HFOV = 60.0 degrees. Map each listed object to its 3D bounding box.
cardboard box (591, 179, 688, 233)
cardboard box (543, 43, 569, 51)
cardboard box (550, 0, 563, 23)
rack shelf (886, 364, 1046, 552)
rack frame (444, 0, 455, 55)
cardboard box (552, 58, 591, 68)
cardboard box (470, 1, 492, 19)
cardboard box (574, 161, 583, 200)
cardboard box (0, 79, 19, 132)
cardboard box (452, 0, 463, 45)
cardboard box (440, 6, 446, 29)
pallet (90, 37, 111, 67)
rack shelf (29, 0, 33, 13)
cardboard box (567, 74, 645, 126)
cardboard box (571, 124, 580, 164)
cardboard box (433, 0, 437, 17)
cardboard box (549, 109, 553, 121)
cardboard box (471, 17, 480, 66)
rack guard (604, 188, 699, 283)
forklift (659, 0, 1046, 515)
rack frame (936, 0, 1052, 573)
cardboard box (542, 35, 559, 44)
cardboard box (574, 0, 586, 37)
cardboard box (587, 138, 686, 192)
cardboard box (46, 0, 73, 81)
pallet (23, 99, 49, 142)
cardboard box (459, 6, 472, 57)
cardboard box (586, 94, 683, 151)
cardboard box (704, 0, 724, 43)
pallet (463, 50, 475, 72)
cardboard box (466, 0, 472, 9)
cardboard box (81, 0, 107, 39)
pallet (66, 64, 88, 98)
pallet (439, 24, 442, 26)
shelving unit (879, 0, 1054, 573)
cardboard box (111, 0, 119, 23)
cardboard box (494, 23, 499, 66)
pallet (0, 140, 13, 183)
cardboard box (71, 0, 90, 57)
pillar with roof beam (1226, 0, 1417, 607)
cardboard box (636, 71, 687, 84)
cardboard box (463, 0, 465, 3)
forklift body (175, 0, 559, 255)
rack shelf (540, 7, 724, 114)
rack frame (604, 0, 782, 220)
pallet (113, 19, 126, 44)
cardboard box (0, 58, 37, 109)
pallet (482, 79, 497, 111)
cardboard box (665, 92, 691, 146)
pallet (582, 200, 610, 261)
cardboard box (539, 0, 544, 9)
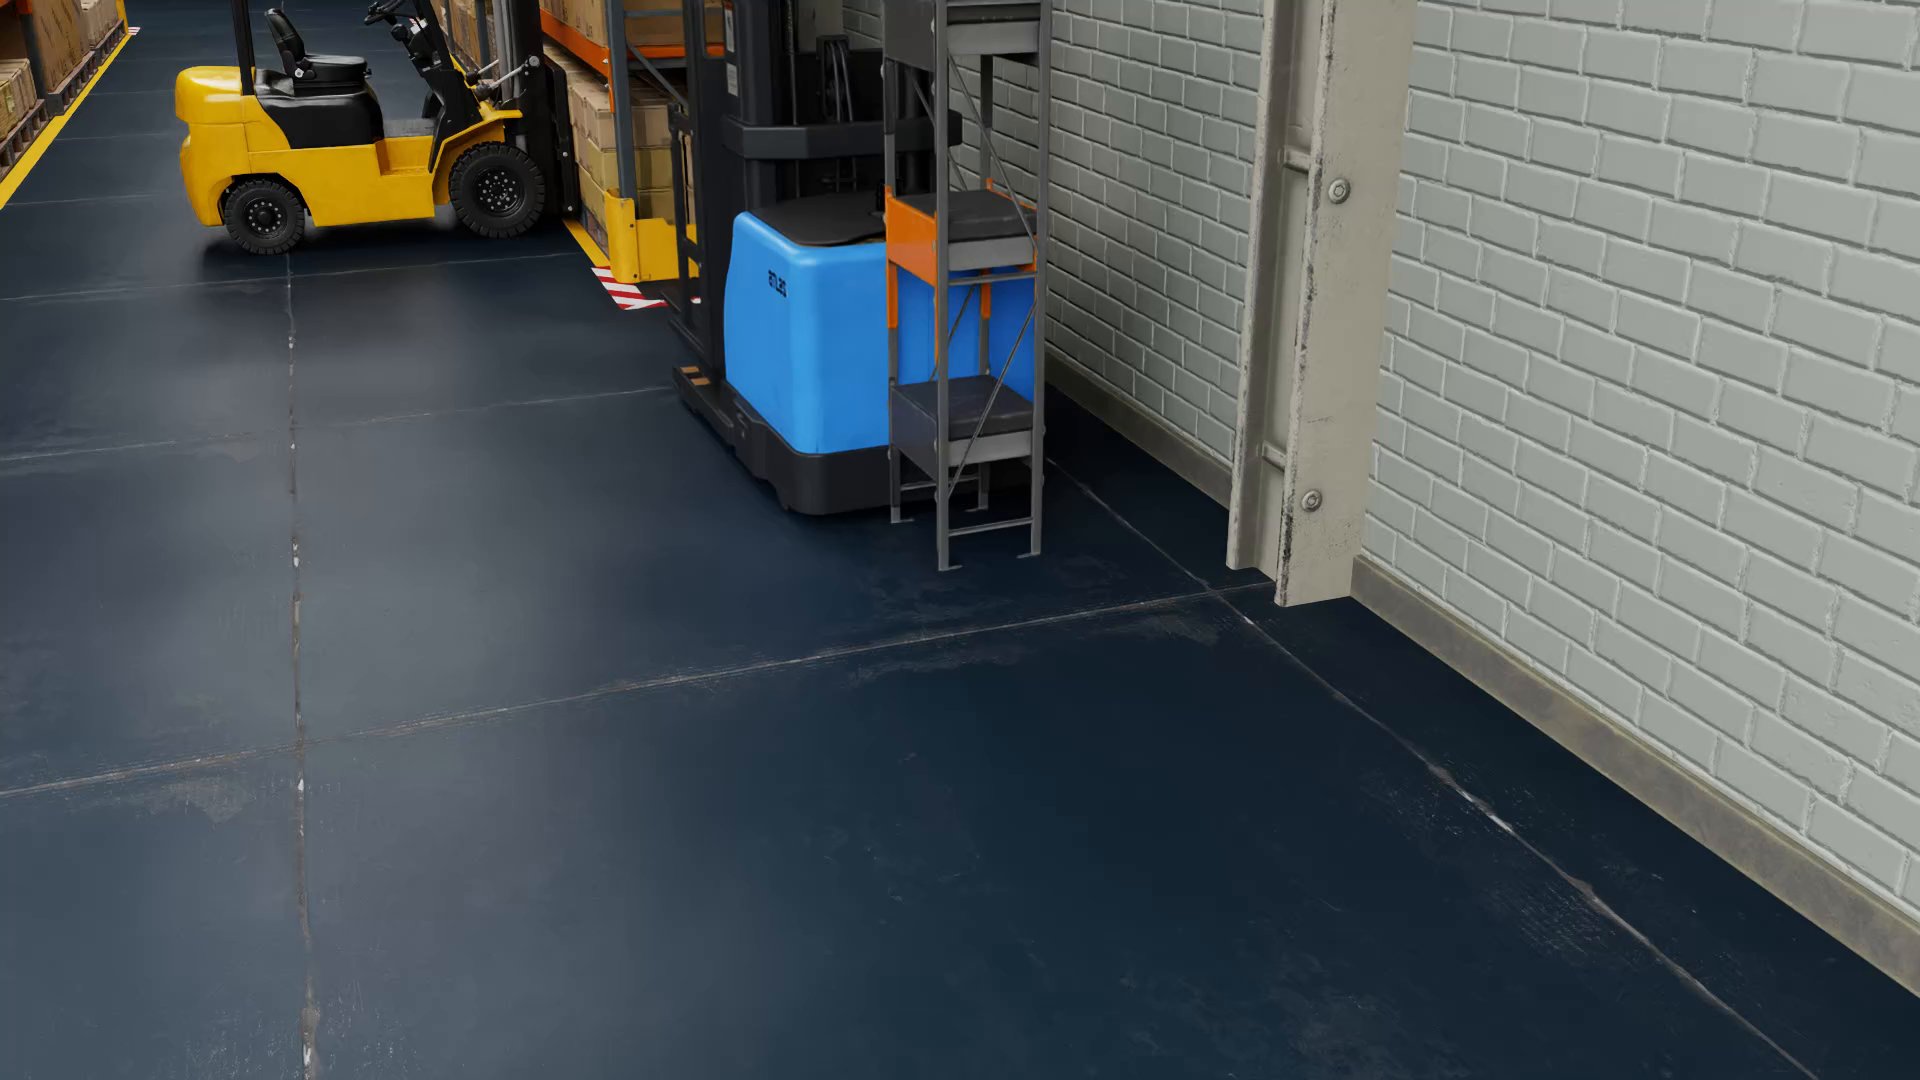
[{"bbox_3d":[-2.001,-2.102,10.375,0.500,0.250,0.500,-8,24,-19],"label":"cardboard box"},{"bbox_3d":[-3.075,-3.670,12.807,0.500,0.250,0.500,-9,24,-20],"label":"cardboard box"},{"bbox_3d":[-2.502,-3.794,11.261,0.500,0.500,0.500,-8,24,-19],"label":"cardboard box"},{"bbox_3d":[0.016,-0.312,6.124,0.431,0.518,0.480,-9,25,-21],"label":"rack shelf"},{"bbox_3d":[-5.778,-7.408,19.965,1.000,3.000,0.127,-8,24,-19],"label":"rack frame"},{"bbox_3d":[-2.717,-3.304,11.938,0.500,0.250,0.500,-7,24,-17],"label":"cardboard box"},{"bbox_3d":[-4.902,-5.535,17.363,0.380,0.149,0.250,-10,25,-22],"label":"cardboard box"},{"bbox_3d":[-2.336,-2.467,11.241,0.500,0.250,0.500,-8,24,-18],"label":"cardboard box"},{"bbox_3d":[-8.287,-3.505,13.547,0.950,0.372,0.625,-8,24,-17],"label":"cardboard box"},{"bbox_3d":[-5.621,-6.051,19.423,0.500,0.500,0.500,-9,24,-20],"label":"cardboard box"},{"bbox_3d":[-6.376,-6.634,21.107,0.396,0.266,0.258,-7,24,-17],"label":"cardboard box"},{"bbox_3d":[-10.616,-5.728,19.568,1.003,0.211,1.213,-8,24,-19],"label":"pallet"},{"bbox_3d":[-9.714,-5.668,16.761,1.077,0.370,4.000,-8,24,-19],"label":"rack shelf"},{"bbox_3d":[-2.367,-2.927,11.044,0.500,0.250,0.500,-8,24,-18],"label":"cardboard box"},{"bbox_3d":[-2.373,-2.707,11.167,0.500,0.250,0.500,-9,24,-20],"label":"cardboard box"},{"bbox_3d":[-6.705,-7.146,22.021,0.500,0.500,0.500,-8,24,-18],"label":"cardboard box"},{"bbox_3d":[-2.724,-3.073,12.036,0.500,0.250,0.500,-9,24,-19],"label":"cardboard box"},{"bbox_3d":[-4.883,-5.304,17.650,0.500,0.500,0.500,-9,24,-20],"label":"cardboard box"},{"bbox_3d":[-1.531,-1.888,10.085,1.175,0.500,0.348,-8,24,-19],"label":"rack guard"},{"bbox_3d":[-0.697,-1.986,7.188,1.130,2.935,3.031,-9,25,-21],"label":"forklift"},{"bbox_3d":[0.110,-0.882,5.639,0.400,2.100,0.015,-9,25,-21],"label":"rack frame"},{"bbox_3d":[-3.414,-4.072,14.566,0.875,0.625,0.625,-9,24,-20],"label":"cardboard box"},{"bbox_3d":[-2.133,-3.427,10.390,0.500,0.500,0.500,-8,24,-17],"label":"cardboard box"},{"bbox_3d":[-2.004,-2.339,10.293,0.500,0.250,0.500,-9,24,-20],"label":"cardboard box"},{"bbox_3d":[-9.485,-5.074,16.621,0.875,0.875,0.875,-8,24,-18],"label":"cardboard box"},{"bbox_3d":[-8.733,-3.703,14.765,1.003,0.211,1.213,-8,24,-19],"label":"pallet"},{"bbox_3d":[-5.271,-5.680,18.542,0.500,0.500,0.500,-9,25,-21],"label":"cardboard box"},{"bbox_3d":[-1.994,-2.560,10.174,0.500,0.250,0.500,-8,24,-17],"label":"cardboard box"},{"bbox_3d":[-1.454,-3.312,10.118,0.500,0.500,0.500,-8,24,-17],"label":"cardboard box"},{"bbox_3d":[-5.021,-5.389,18.764,1.003,0.211,1.213,-8,24,-19],"label":"pallet"},{"bbox_3d":[-5.219,-5.926,18.290,0.380,0.149,0.250,-10,25,-22],"label":"cardboard box"},{"bbox_3d":[-10.859,-6.307,20.110,0.875,0.438,0.875,-9,25,-21],"label":"cardboard box"},{"bbox_3d":[-9.643,-4.727,17.193,1.003,0.211,1.213,-8,24,-19],"label":"pallet"},{"bbox_3d":[-6.455,-6.817,22.152,1.003,0.211,1.213,-8,24,-19],"label":"pallet"},{"bbox_3d":[0.016,-0.970,5.847,0.431,2.100,0.503,-9,25,-21],"label":"shelving unit"},{"bbox_3d":[-11.507,-6.966,21.674,0.875,0.438,0.875,-9,25,-21],"label":"cardboard box"},{"bbox_3d":[-3.920,-4.589,15.793,0.875,0.625,0.625,-8,24,-17],"label":"cardboard box"},{"bbox_3d":[-7.871,-2.817,12.662,1.003,0.211,1.213,-8,24,-19],"label":"pallet"},{"bbox_3d":[-10.127,-5.726,18.169,0.875,0.875,0.875,-8,24,-17],"label":"cardboard box"},{"bbox_3d":[-2.850,-3.419,2.775,9.100,9.000,0.400,-8,24,-19],"label":"pillar with roof beam"},{"bbox_3d":[-1.878,-3.000,11.218,0.500,0.250,0.500,-9,24,-19],"label":"cardboard box"},{"bbox_3d":[-5.466,-6.207,18.956,0.380,0.149,0.250,-8,24,-19],"label":"cardboard box"},{"bbox_3d":[-3.916,-3.096,10.826,2.313,2.155,1.214,-8,24,-19],"label":"forklift body"},{"bbox_3d":[-2.246,-3.443,11.484,1.077,0.370,4.000,-8,24,-19],"label":"rack shelf"},{"bbox_3d":[-1.539,-3.048,9.620,1.000,3.000,0.127,-8,24,-19],"label":"rack frame"},{"bbox_3d":[-11.478,-6.615,21.672,1.003,0.211,1.213,-8,24,-19],"label":"pallet"},{"bbox_3d":[-8.817,-4.049,14.836,0.950,0.372,0.625,-10,25,-23],"label":"cardboard box"},{"bbox_3d":[-4.111,-4.366,16.336,1.003,0.211,1.213,-8,24,-19],"label":"pallet"},{"bbox_3d":[-1.532,-2.636,10.354,0.500,0.250,0.500,-9,24,-20],"label":"cardboard box"},{"bbox_3d":[-1.848,-2.035,10.807,1.003,0.211,1.213,-8,24,-19],"label":"pallet"},{"bbox_3d":[-2.840,-4.164,12.138,0.500,0.500,0.500,-8,24,-18],"label":"cardboard box"}]
